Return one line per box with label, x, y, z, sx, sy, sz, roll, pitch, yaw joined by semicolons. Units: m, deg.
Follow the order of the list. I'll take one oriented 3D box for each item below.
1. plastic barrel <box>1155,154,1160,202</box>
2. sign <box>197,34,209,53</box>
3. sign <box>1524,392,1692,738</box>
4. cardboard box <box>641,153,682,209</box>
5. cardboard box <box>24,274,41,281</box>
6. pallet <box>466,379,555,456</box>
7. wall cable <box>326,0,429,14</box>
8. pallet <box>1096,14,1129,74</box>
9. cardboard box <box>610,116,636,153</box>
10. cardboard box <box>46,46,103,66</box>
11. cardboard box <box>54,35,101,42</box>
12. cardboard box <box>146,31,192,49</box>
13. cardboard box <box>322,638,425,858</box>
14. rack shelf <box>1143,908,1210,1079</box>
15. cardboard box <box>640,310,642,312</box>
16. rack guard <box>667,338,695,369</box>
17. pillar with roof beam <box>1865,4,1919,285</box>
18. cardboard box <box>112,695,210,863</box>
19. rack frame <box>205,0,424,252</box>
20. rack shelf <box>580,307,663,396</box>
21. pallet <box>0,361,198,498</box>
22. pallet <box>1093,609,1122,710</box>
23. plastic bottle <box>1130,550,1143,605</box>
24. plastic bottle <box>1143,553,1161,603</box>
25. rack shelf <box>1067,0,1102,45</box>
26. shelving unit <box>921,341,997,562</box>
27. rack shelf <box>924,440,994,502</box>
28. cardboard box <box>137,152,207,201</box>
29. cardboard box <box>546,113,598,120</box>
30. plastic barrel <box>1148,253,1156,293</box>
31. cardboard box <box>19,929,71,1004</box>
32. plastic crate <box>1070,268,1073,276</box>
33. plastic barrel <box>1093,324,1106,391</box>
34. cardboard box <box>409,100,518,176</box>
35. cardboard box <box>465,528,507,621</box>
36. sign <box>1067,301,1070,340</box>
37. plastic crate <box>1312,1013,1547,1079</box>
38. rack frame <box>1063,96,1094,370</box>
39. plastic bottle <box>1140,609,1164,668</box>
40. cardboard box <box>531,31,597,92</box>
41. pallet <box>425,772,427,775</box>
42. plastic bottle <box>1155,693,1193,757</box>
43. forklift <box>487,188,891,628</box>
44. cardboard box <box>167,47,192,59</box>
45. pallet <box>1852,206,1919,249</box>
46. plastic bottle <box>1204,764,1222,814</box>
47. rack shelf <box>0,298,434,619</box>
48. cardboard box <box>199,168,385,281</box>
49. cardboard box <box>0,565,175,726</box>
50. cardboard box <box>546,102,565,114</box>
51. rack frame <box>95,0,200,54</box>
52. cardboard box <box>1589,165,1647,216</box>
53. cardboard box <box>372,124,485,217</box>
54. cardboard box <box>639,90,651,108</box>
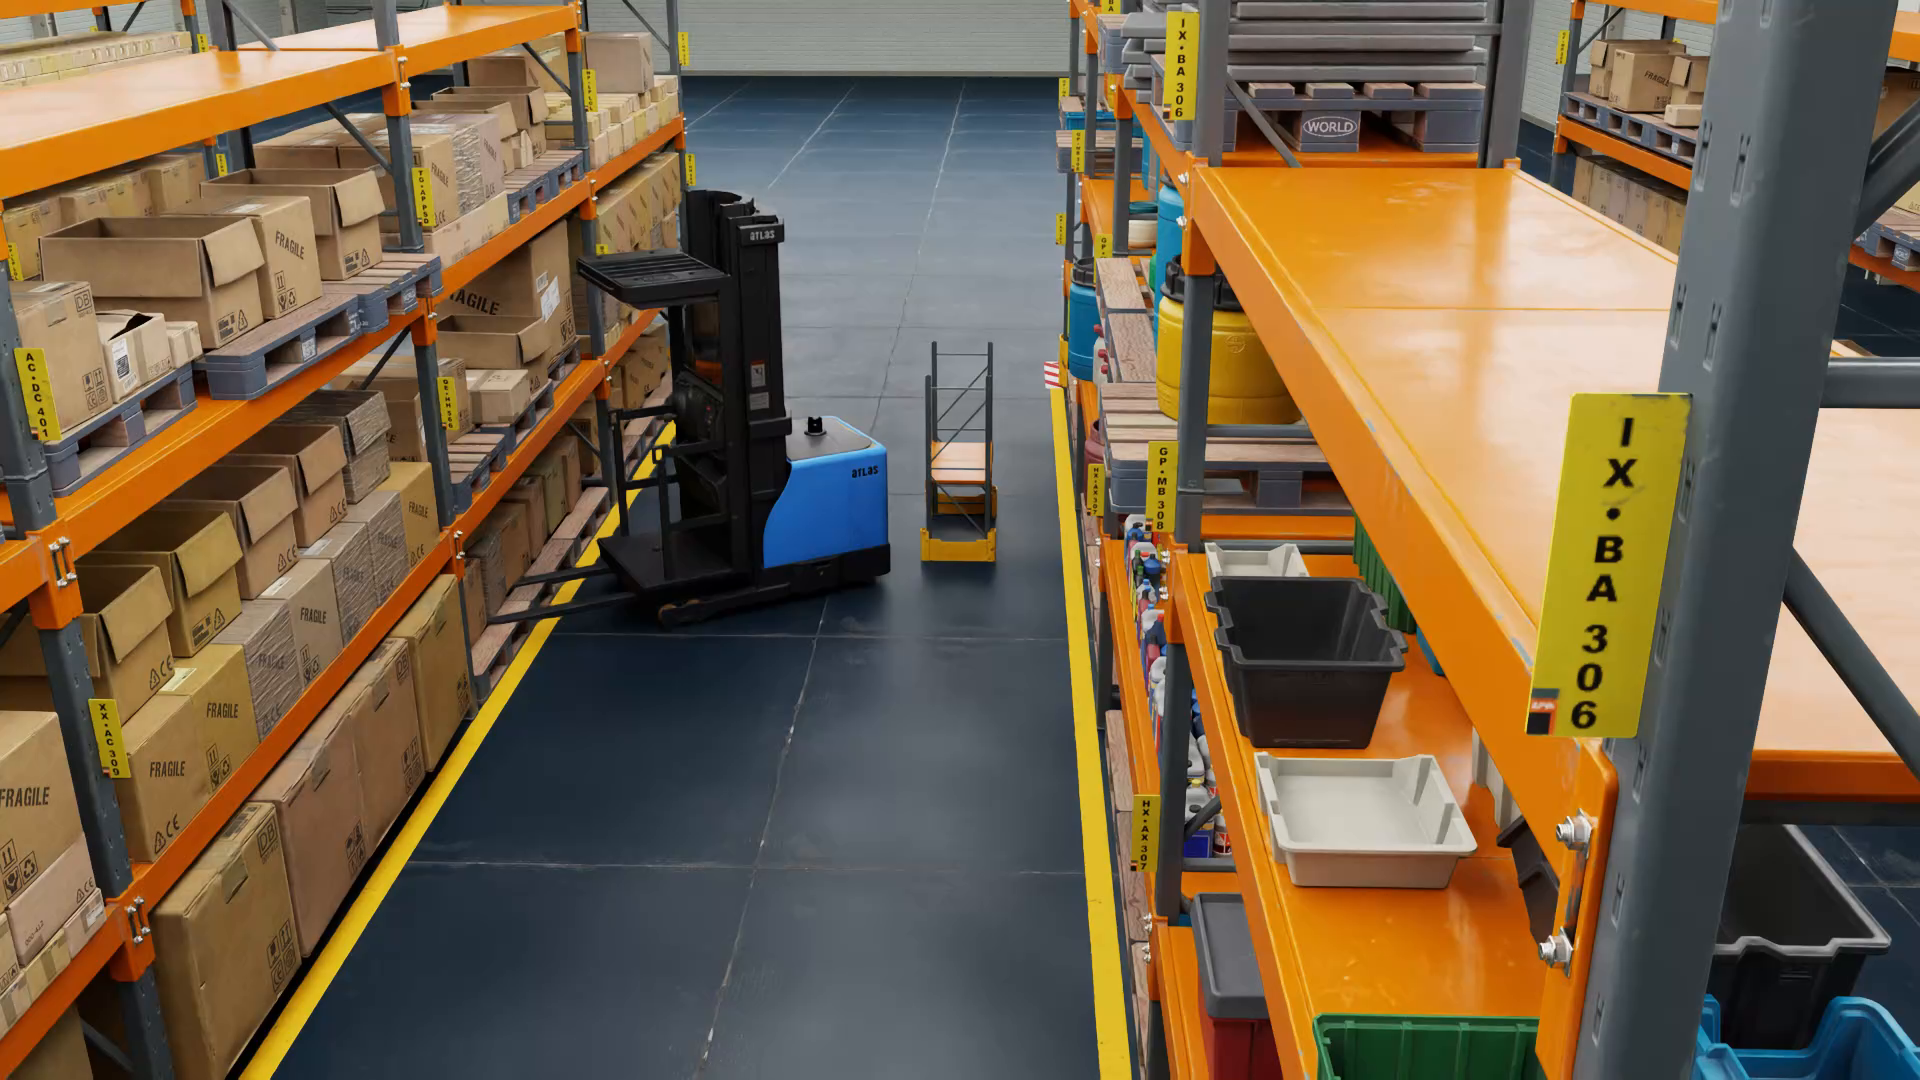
plastic barrel;1.644;-2.637;11.340;0.600;0.901;0.708;1;21;2
sign;-7.759;-5.020;17.058;0.100;0.325;0.005;1;21;2
sign;0.567;0.028;1.463;0.100;0.325;0.005;1;21;2
cardboard box;-3.116;-3.615;16.768;0.500;0.500;0.500;1;21;2
cardboard box;-8.423;-2.014;14.364;0.875;0.550;0.550;1;21;2
pallet;-3.570;-0.899;11.966;1.003;0.211;1.213;1;21;2
wall cable;-16.811;-16.333;47.475;3.097;2.526;0.112;1;21;2
pallet;1.308;-2.480;8.295;1.213;0.211;1.003;1;21;2
cardboard box;-3.161;-3.578;14.665;0.500;0.250;0.500;0;21;-1
cardboard box;-8.025;-4.383;15.059;0.380;0.149;0.250;1;21;1
cardboard box;-8.645;-4.852;16.265;0.380;0.149;0.250;0;21;1
cardboard box;-7.972;-5.026;16.716;0.380;0.149;0.250;1;21;2
cardboard box;-3.666;1.094;8.920;1.225;0.875;0.875;1;21;2
rack shelf;1.179;2.287;4.484;1.077;0.370;4.000;1;21;2
cardboard box;-3.128;-2.219;15.448;0.380;0.149;0.250;1;21;2
rack guard;-3.348;-1.972;17.921;1.175;0.500;0.348;1;21;2
pillar with roof beam;8.230;-7.753;21.070;9.100;9.000;0.400;1;21;2
cardboard box;-3.447;0.963;6.761;0.500;0.500;0.500;1;21;2
rack frame;-3.590;-3.070;9.000;1.000;3.000;0.127;1;21;2
rack shelf;-3.407;-2.107;15.806;1.077;0.370;4.000;1;21;2
pallet;-3.733;-0.468;6.705;0.805;0.209;1.217;0;21;-1
pallet;1.423;0.802;11.170;1.003;0.211;1.213;1;21;2
plastic bottle;0.961;0.204;9.017;0.061;0.283;0.133;1;21;2
plastic bottle;1.041;0.204;9.034;0.097;0.271;0.097;0;21;0
rack shelf;1.544;-4.663;14.653;1.077;0.370;4.000;1;21;2
shelving unit;0.002;-0.727;13.329;0.587;1.500;1.083;1;21;2
rack shelf;0.003;-0.562;13.402;0.538;0.185;1.000;1;21;2
cardboard box;-8.351;-3.696;17.207;0.875;0.550;0.550;1;21;2
cardboard box;-3.210;-3.444;13.769;0.380;0.149;0.250;0;21;-1
plastic barrel;1.099;-1.359;8.373;0.294;0.245;0.294;0;21;0
cardboard box;-3.401;1.498;5.869;0.380;0.149;0.250;1;21;3
plastic crate;1.256;-2.668;16.622;0.298;0.136;0.250;1;21;2
plastic barrel;1.235;-1.384;12.762;0.433;0.535;0.433;0;21;0
cardboard box;-3.609;-2.852;11.862;0.797;0.503;0.637;1;21;4
cardboard box;-3.585;0.244;11.600;0.700;0.500;0.500;-1;21;-3
sign;0.933;-1.804;13.648;0.100;0.325;0.005;1;21;2
plastic crate;0.862;1.015;2.913;0.450;0.188;0.336;1;21;2
rack frame;1.604;-3.111;17.399;1.000;3.000;0.127;1;21;2
plastic bottle;0.983;0.494;8.281;0.152;0.276;0.135;1;21;2
cardboard box;-3.661;-4.448;15.459;0.500;0.500;0.500;1;21;1
pallet;-3.689;1.312;9.857;1.003;0.211;1.213;1;21;2
plastic bottle;0.955;0.825;7.426;0.152;0.276;0.135;1;21;2
forklift;-2.071;-0.954;11.935;3.031;2.935;1.130;-11;24;-27
cardboard box;-8.036;-4.786;16.647;0.500;0.250;0.500;1;21;2
pallet;6.274;-2.123;10.969;1.003;0.211;1.213;2;21;4
plastic bottle;1.065;1.037;6.984;0.097;0.201;0.097;0;21;0
rack shelf;-3.650;-0.613;7.809;1.077;0.370;4.000;1;21;2
cardboard box;-3.536;-1.694;8.877;0.797;0.503;0.637;2;21;5
cardboard box;-3.700;0.428;6.754;0.797;0.503;0.637;0;21;0
cardboard box;-3.662;-3.734;14.515;0.380;0.149;0.250;1;21;4
rack frame;-8.301;-6.053;16.689;1.000;3.000;0.127;1;21;2
cardboard box;6.516;-3.328;16.028;0.700;0.500;0.500;0;21;0
cardboard box;-3.299;-2.301;10.337;0.500;0.500;0.500;1;21;2
cardboard box;-3.090;-4.105;15.472;0.380;0.149;0.250;0;21;-1
